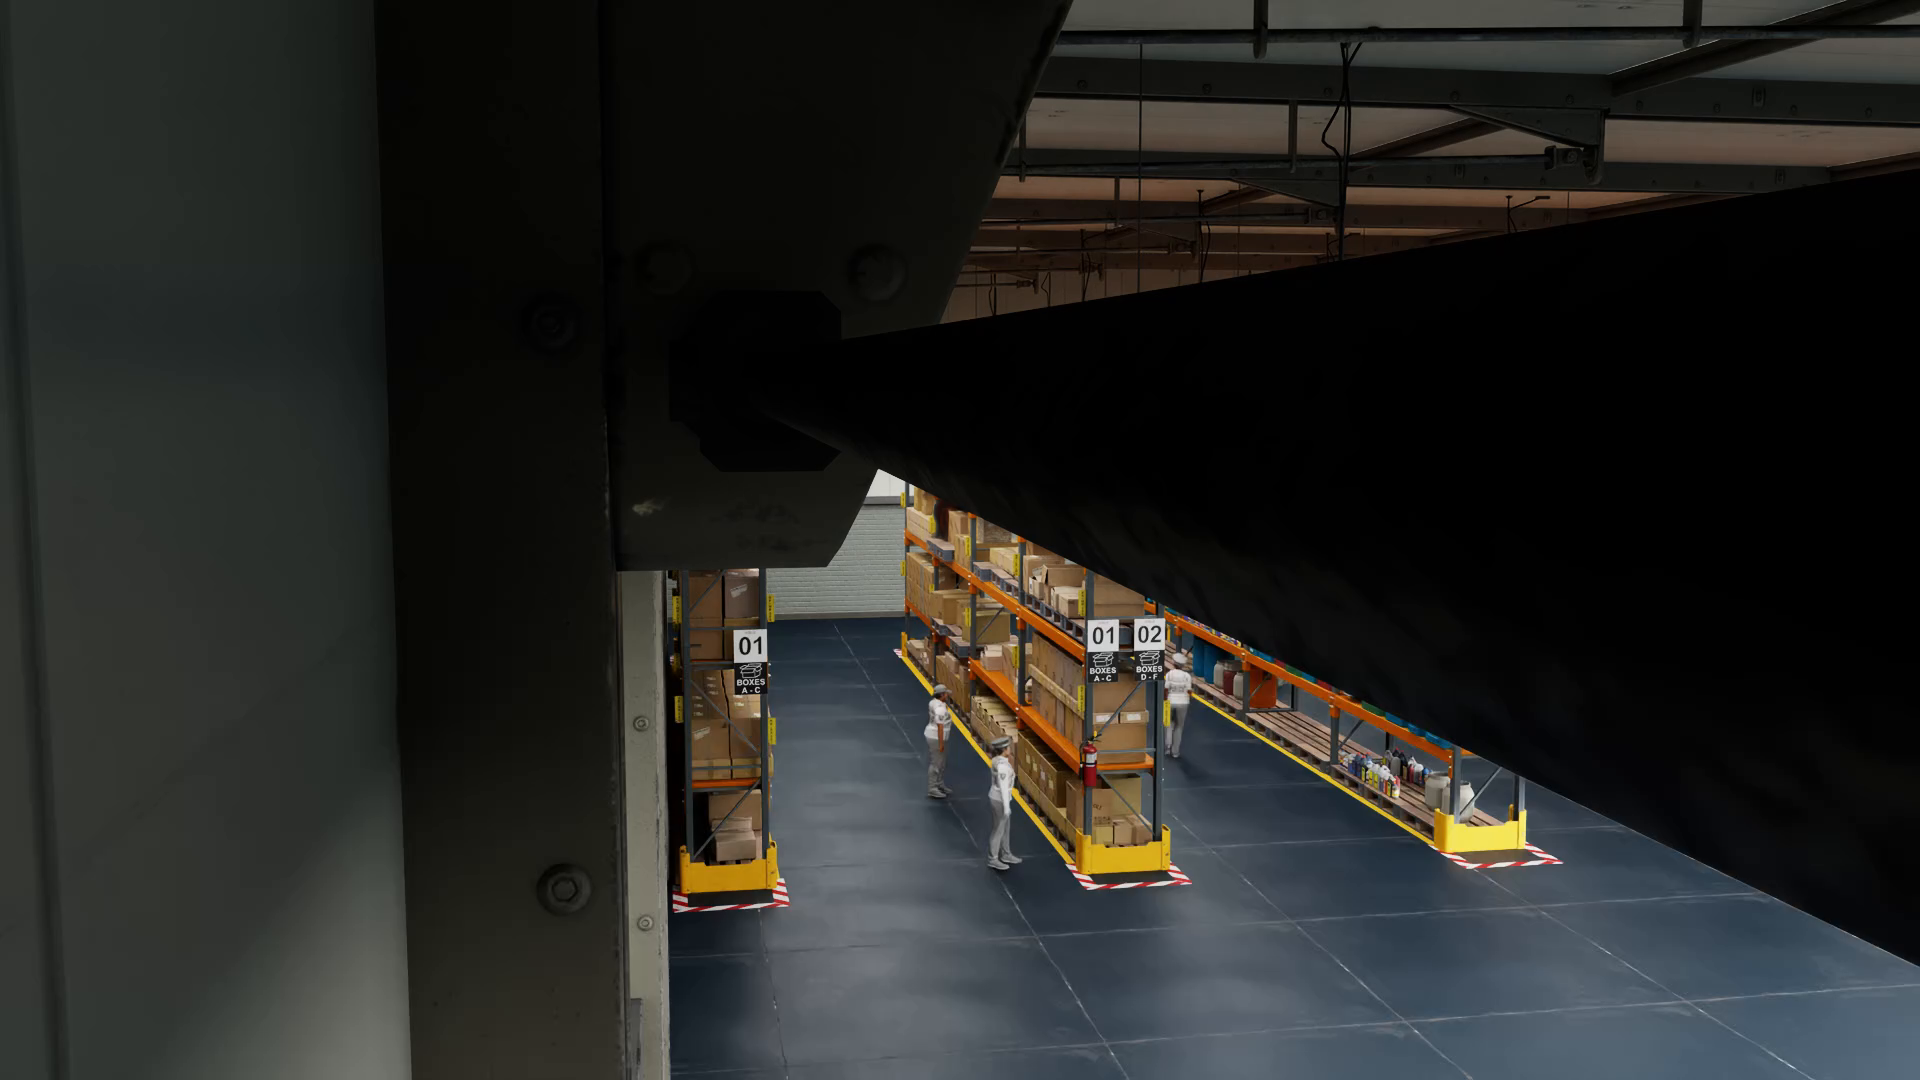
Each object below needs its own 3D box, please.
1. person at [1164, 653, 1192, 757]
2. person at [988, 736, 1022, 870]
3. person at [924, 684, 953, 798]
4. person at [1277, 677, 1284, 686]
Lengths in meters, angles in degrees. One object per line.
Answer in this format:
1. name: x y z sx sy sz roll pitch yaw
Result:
1. person: 3.557 2.693 27.030 0.443 1.727 0.462 3 7 26
2. person: 0.587 3.326 21.057 0.474 1.698 0.534 -1 6 -5
3. person: -0.300 2.961 24.565 0.447 1.681 0.498 -1 6 -8
4. person: 6.371 2.017 33.329 0.555 1.800 0.538 6 8 43
